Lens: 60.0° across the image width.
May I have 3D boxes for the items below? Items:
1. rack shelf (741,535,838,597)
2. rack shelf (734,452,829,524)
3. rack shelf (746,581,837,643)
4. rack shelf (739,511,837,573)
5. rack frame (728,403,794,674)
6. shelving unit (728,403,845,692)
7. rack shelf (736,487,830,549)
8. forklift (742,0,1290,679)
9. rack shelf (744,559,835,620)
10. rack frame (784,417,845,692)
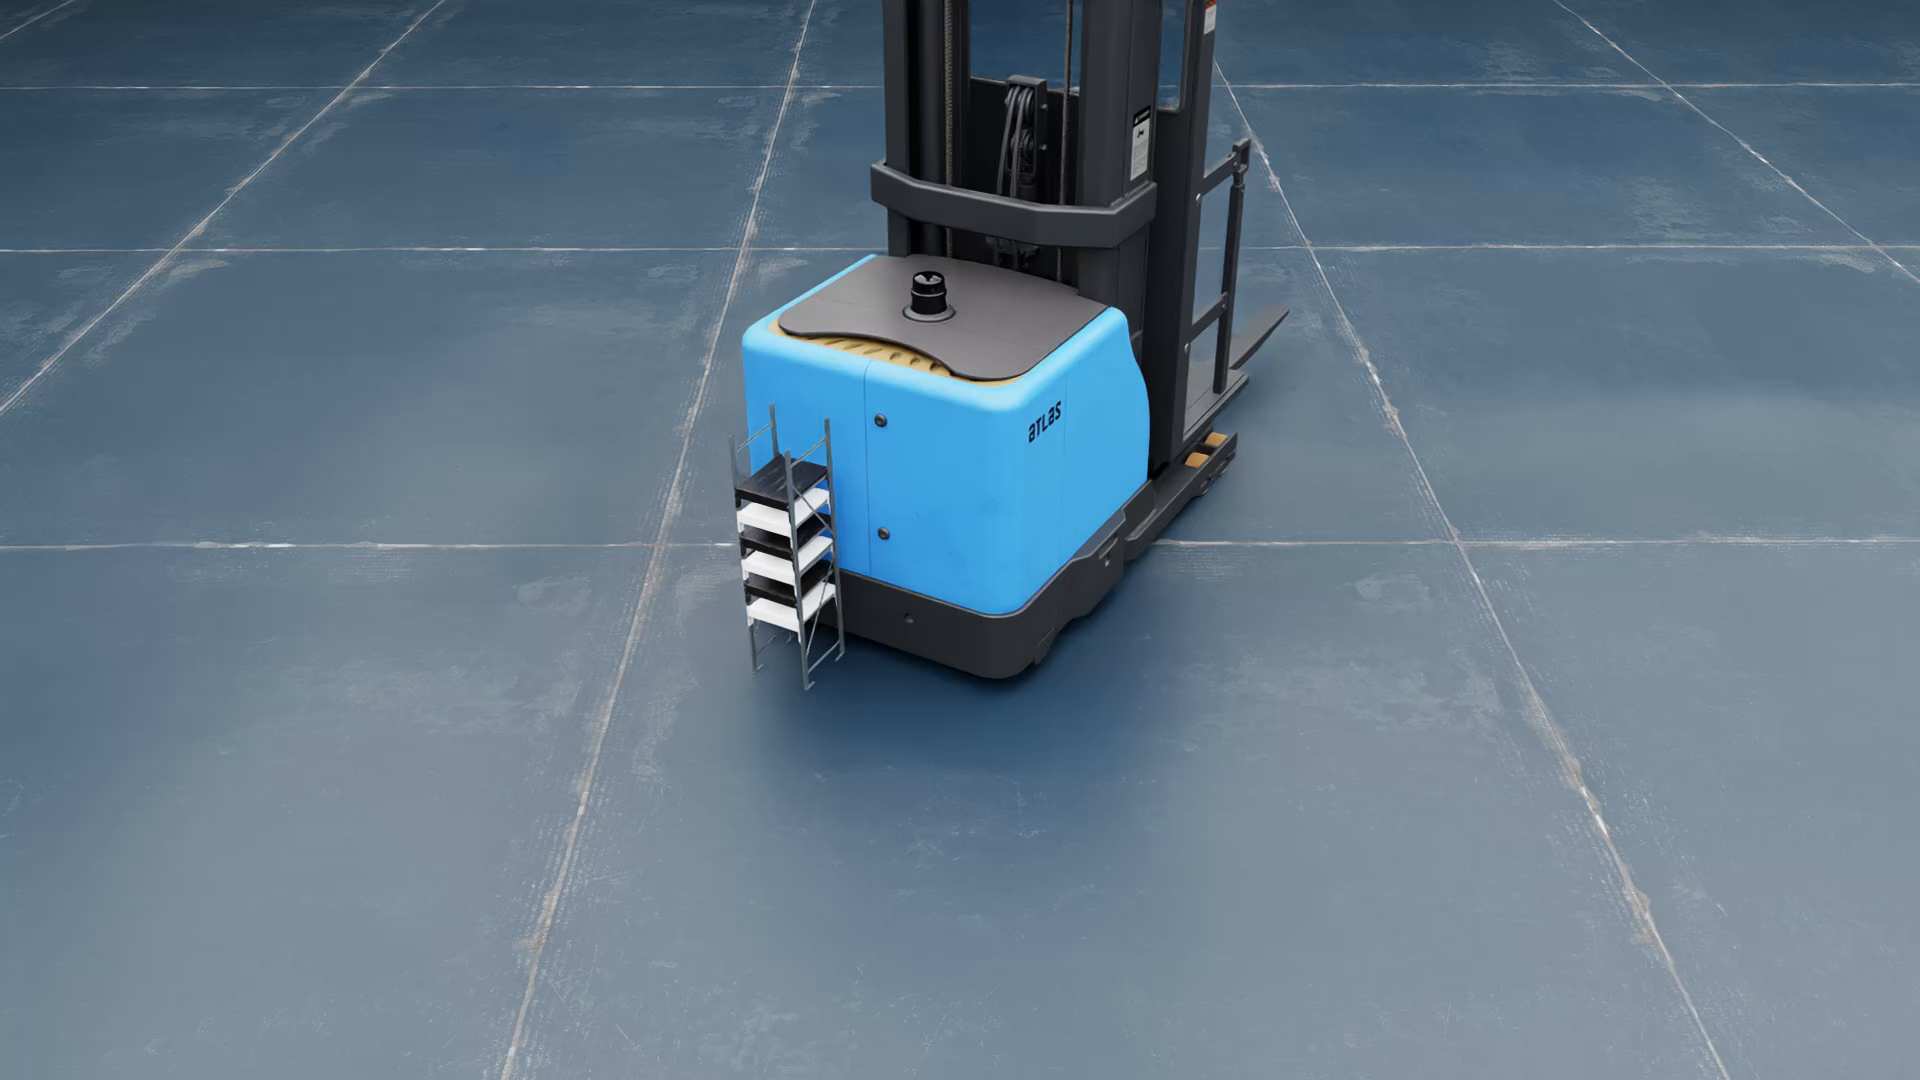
[{"bbox_3d":[-0.544,0.062,5.337,0.200,0.077,0.258,16,36,24],"label":"rack shelf"},{"bbox_3d":[-0.549,-0.165,5.191,0.200,0.077,0.258,16,36,24],"label":"rack shelf"},{"bbox_3d":[-0.541,0.213,5.434,0.200,0.077,0.258,16,36,24],"label":"rack shelf"},{"bbox_3d":[-0.546,-0.014,5.288,0.200,0.077,0.258,16,36,24],"label":"rack shelf"},{"bbox_3d":[-0.634,0.008,5.361,0.006,0.900,0.240,16,36,24],"label":"rack frame"},{"bbox_3d":[-0.545,0.034,5.319,0.210,0.900,0.258,16,36,24],"label":"shelving unit"},{"bbox_3d":[-0.547,-0.090,5.239,0.200,0.077,0.258,16,36,24],"label":"rack shelf"},{"bbox_3d":[0.458,-1.539,5.960,1.130,2.935,3.031,17,35,25],"label":"forklift"},{"bbox_3d":[-0.543,0.137,5.386,0.200,0.077,0.258,16,36,24],"label":"rack shelf"},{"bbox_3d":[-0.456,0.059,5.277,0.006,0.900,0.240,16,36,24],"label":"rack frame"}]
